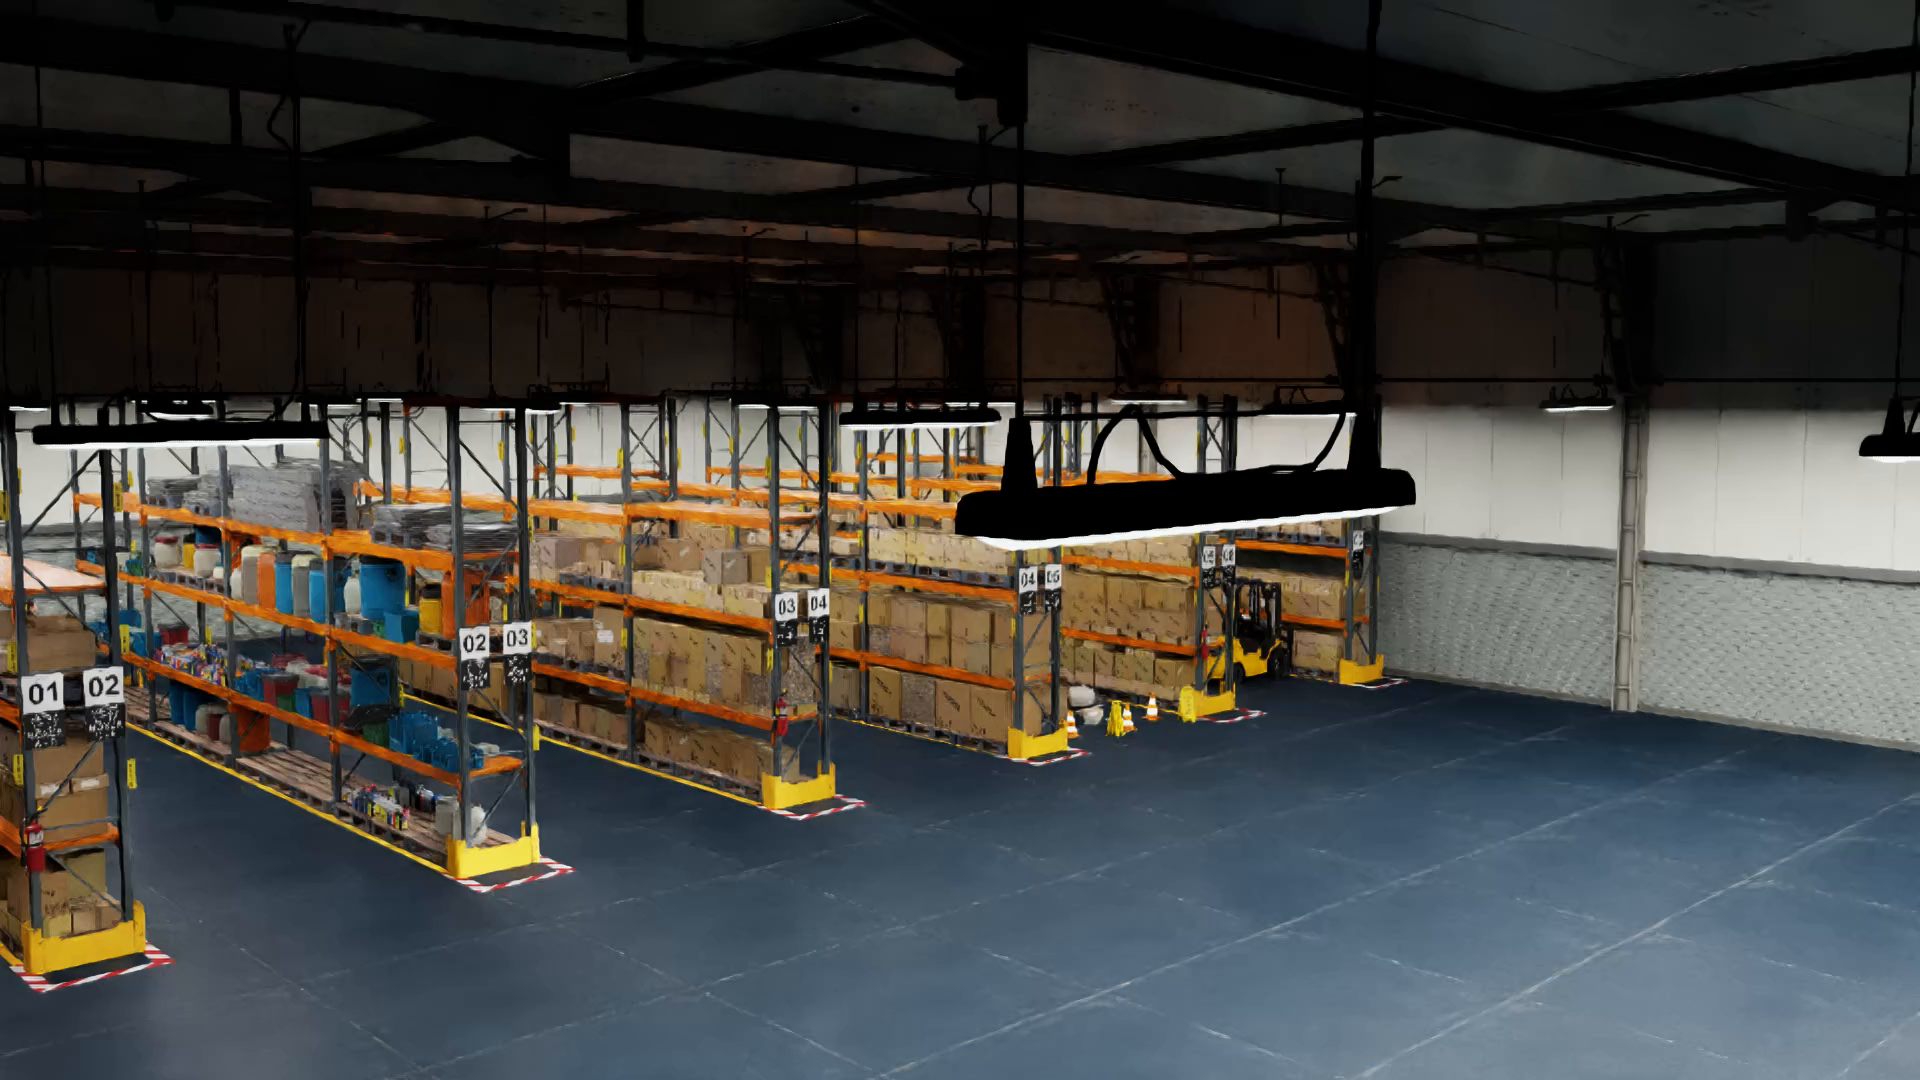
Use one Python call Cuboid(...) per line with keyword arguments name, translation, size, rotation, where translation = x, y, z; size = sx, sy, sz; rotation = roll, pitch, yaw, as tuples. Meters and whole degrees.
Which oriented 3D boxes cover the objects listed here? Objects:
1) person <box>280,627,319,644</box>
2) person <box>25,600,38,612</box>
Cuboid(name="person", translation=(-15.866, 1.696, 39.766), size=(0.818, 1.581, 0.656), rotation=(3, 6, 30))
Cuboid(name="person", translation=(-19.655, 2.102, 35.064), size=(0.523, 1.661, 0.531), rotation=(-1, 6, -9))
